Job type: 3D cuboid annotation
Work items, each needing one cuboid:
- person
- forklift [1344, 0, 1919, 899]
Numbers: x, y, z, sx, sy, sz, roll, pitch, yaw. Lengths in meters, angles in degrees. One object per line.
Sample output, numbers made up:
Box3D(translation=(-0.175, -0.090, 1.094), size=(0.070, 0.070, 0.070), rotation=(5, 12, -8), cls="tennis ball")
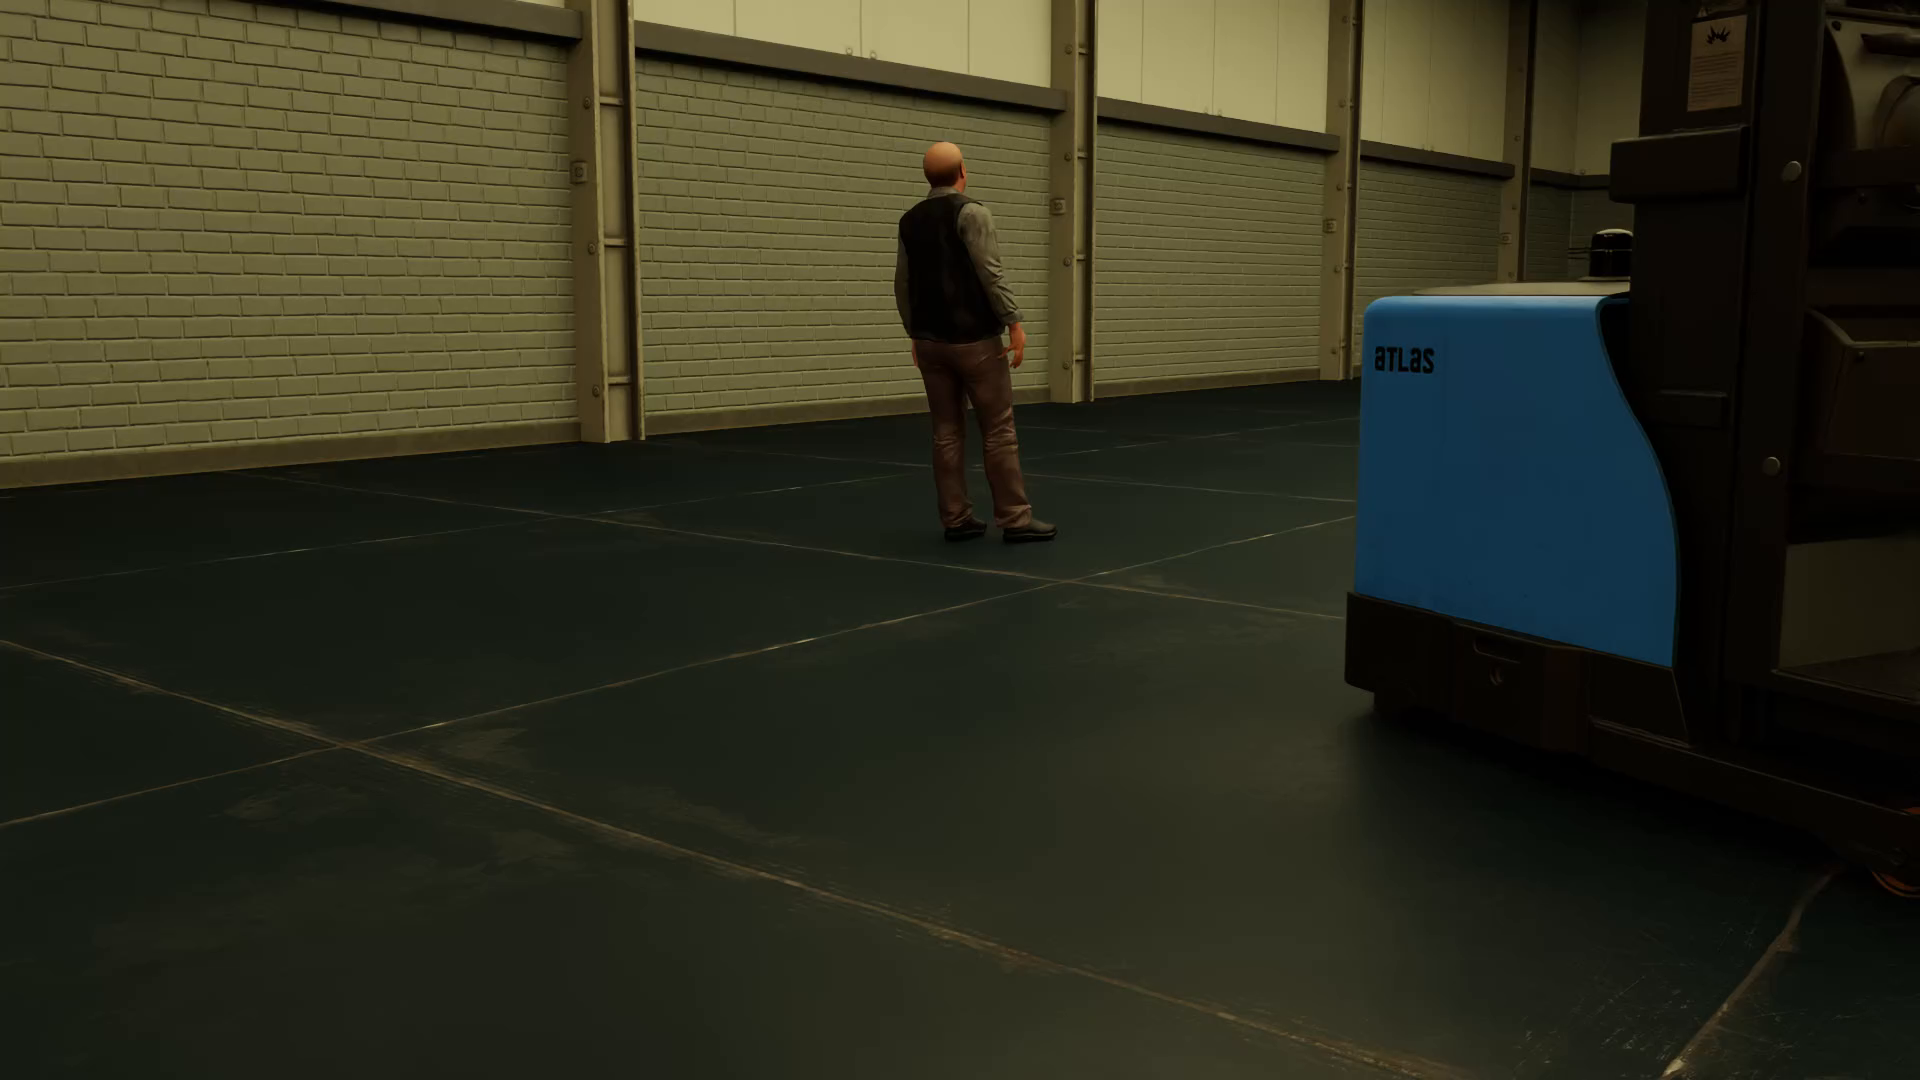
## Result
Box3D(translation=(0.045, -0.865, 7.322), size=(0.632, 1.720, 0.568), rotation=(7, 11, 38), cls="person")
Box3D(translation=(2.135, -0.853, 3.109), size=(1.130, 2.935, 3.031), rotation=(-4, 9, -27), cls="forklift")
